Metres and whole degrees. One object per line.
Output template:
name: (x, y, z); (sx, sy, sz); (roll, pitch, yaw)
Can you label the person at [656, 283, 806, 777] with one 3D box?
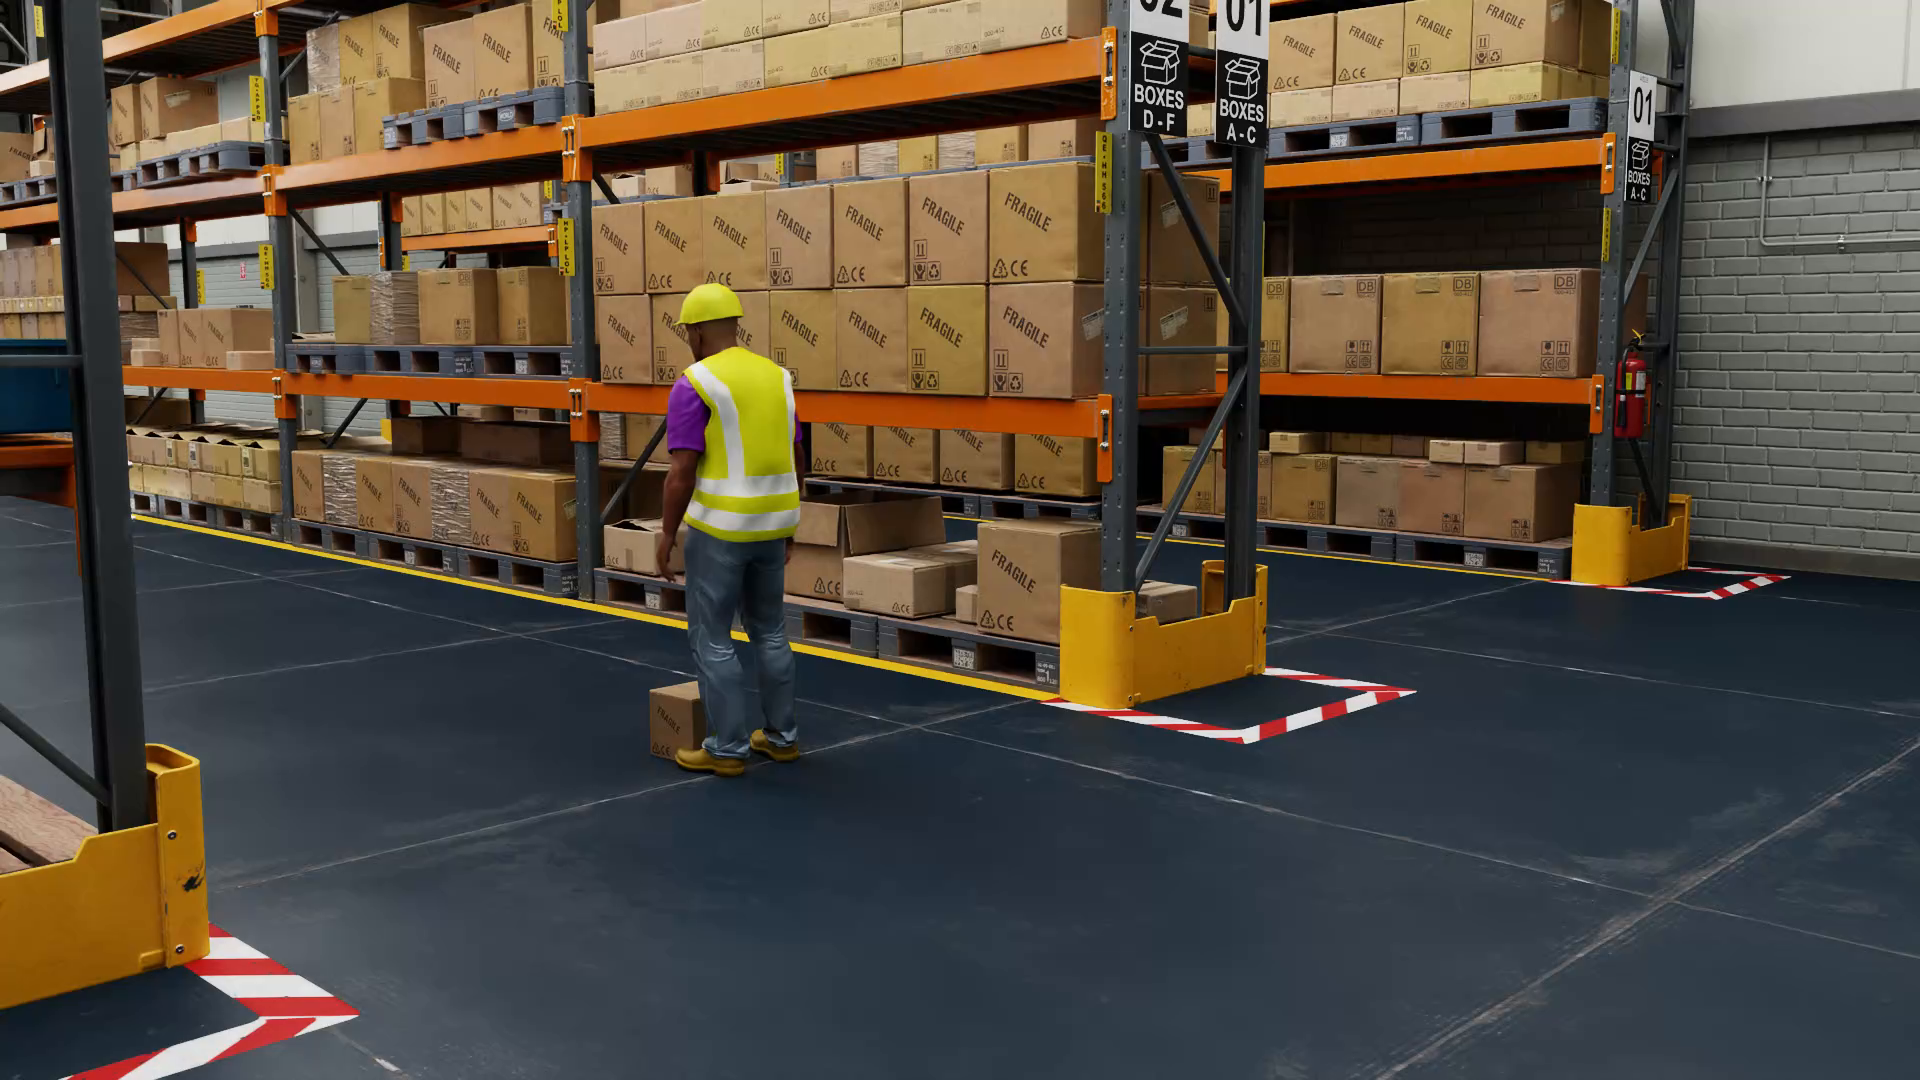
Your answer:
person: (-0.828, -0.042, 6.034); (0.460, 1.757, 0.637); (6, 9, 42)
